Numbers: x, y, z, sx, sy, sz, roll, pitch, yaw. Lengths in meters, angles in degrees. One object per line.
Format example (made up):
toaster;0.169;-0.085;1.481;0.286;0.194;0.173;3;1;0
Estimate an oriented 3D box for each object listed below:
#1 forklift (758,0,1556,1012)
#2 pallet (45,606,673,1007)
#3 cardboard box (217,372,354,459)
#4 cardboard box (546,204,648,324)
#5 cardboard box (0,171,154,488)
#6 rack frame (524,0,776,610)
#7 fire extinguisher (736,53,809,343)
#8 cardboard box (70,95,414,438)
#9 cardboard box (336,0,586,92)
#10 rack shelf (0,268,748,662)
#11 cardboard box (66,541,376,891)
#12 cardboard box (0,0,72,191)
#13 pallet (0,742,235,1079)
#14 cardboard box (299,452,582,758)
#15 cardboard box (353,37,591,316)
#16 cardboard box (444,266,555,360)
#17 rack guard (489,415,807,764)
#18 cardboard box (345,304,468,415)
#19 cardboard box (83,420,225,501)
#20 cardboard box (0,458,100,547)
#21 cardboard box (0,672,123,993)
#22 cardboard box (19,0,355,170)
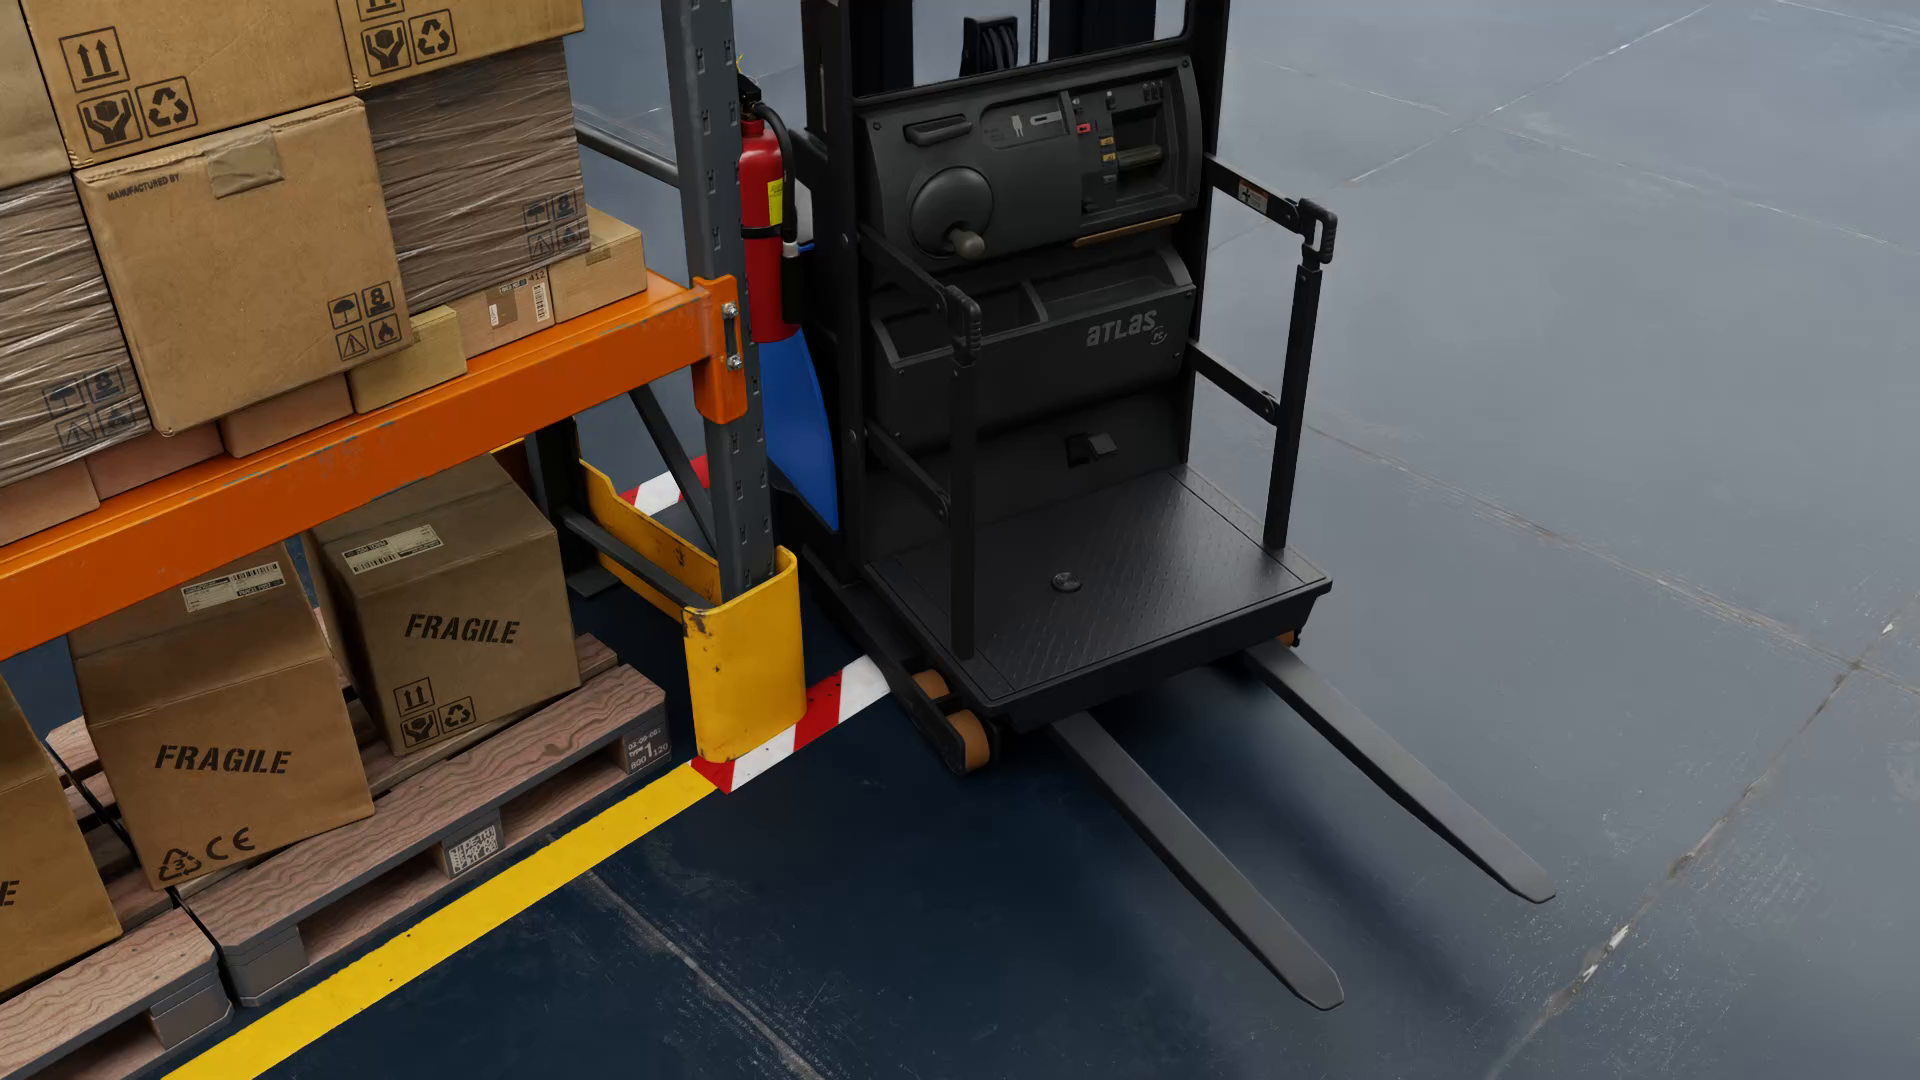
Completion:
forklift;0.307;-0.889;3.962;1.130;2.935;3.031;-18;39;-24
pallet;-1.527;0.531;4.304;1.003;0.211;1.213;30;45;35
cardboard box;-1.434;-0.339;3.333;0.380;0.149;0.250;30;45;35
cardboard box;-0.930;-0.657;3.790;0.380;0.149;0.250;30;45;35
cardboard box;-1.933;-0.473;2.959;0.875;0.500;0.500;30;45;35
rack frame;-0.876;-0.959;4.003;1.000;3.000;0.127;30;45;35
fire extinguisher;-0.468;-0.788;3.826;0.296;0.674;0.183;30;45;35
cardboard box;-1.550;-0.659;3.225;0.875;0.500;0.500;30;45;35
cardboard box;-1.088;-1.210;3.141;0.500;0.500;0.500;30;45;35
rack shelf;-2.285;0.148;3.045;1.077;0.370;4.000;30;45;35
cardboard box;-1.725;0.397;3.877;0.500;0.500;0.500;-18;39;-24
cardboard box;-1.791;-0.802;2.557;0.500;0.500;0.500;30;45;35
pallet;-2.387;1.024;3.598;1.003;0.211;1.213;30;45;35
cardboard box;-1.328;0.140;4.245;0.500;0.500;0.500;-21;40;-28
cardboard box;-1.283;-0.910;3.585;0.875;0.500;0.500;30;45;35
cardboard box;-1.107;-0.556;3.645;0.380;0.149;0.250;30;45;35
rack guard;-0.930;0.097;4.674;1.175;0.500;0.348;30;45;35
cardboard box;-1.247;-0.434;3.470;0.380;0.149;0.250;30;45;35
cardboard box;-1.639;-0.254;3.212;0.380;0.149;0.250;30;45;35
cardboard box;-1.799;-0.143;3.053;0.380;0.149;0.250;30;45;35
cardboard box;-2.179;0.643;3.523;0.500;0.500;0.500;-25;42;-32
cardboard box;-1.436;-1.004;2.846;0.500;0.500;0.500;30;45;35
